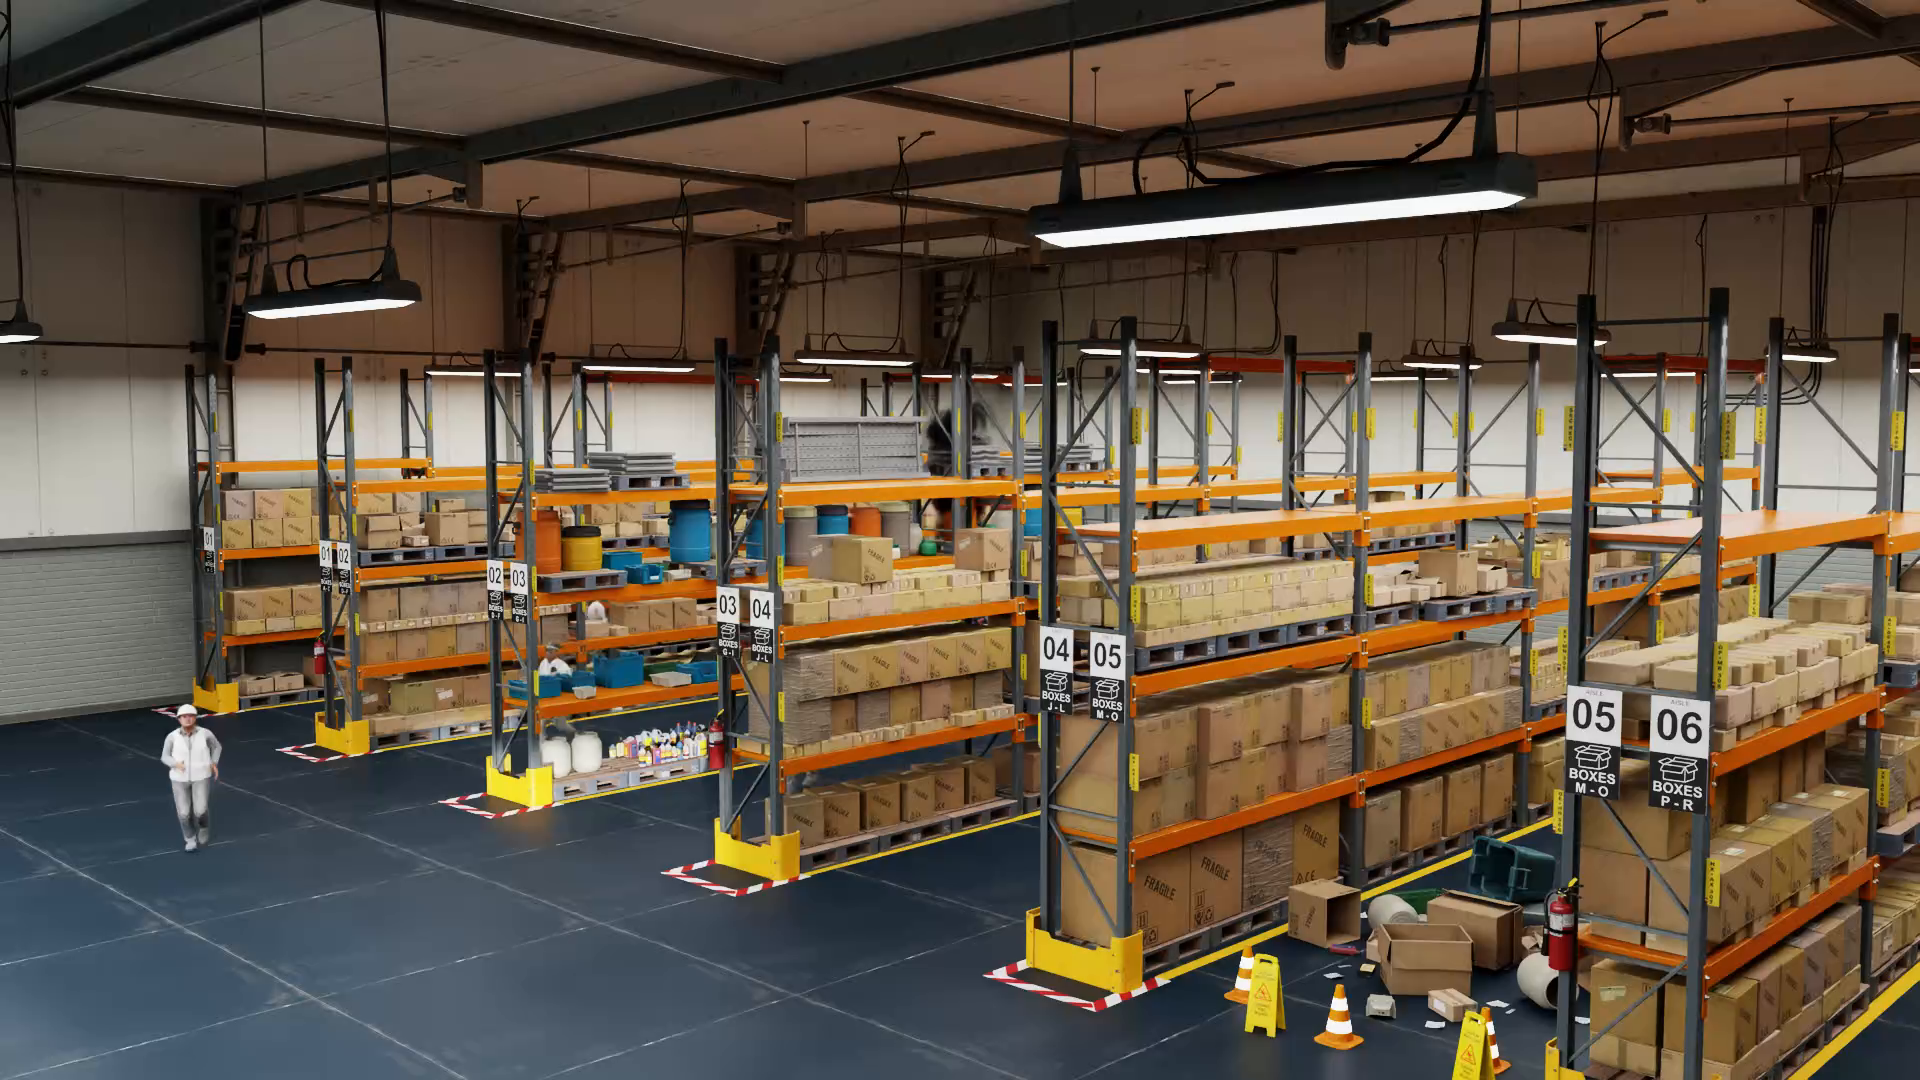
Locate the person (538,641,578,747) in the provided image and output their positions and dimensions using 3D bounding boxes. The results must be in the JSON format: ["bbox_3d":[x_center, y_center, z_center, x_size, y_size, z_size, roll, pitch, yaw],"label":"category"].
[{"bbox_3d":[-6.065,2.369,24.739,0.669,1.758,0.981,2,5,24],"label":"person"}]

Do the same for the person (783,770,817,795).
[{"bbox_3d":[-2.168,2.557,22.547,0.655,1.841,0.776,1,5,17],"label":"person"}]

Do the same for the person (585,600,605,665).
[{"bbox_3d":[-7.068,1.848,31.982,0.671,1.815,0.780,3,5,35],"label":"person"}]

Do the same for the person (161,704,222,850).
[{"bbox_3d":[-9.016,2.797,19.511,0.643,1.732,0.603,-2,5,-22],"label":"person"}]
